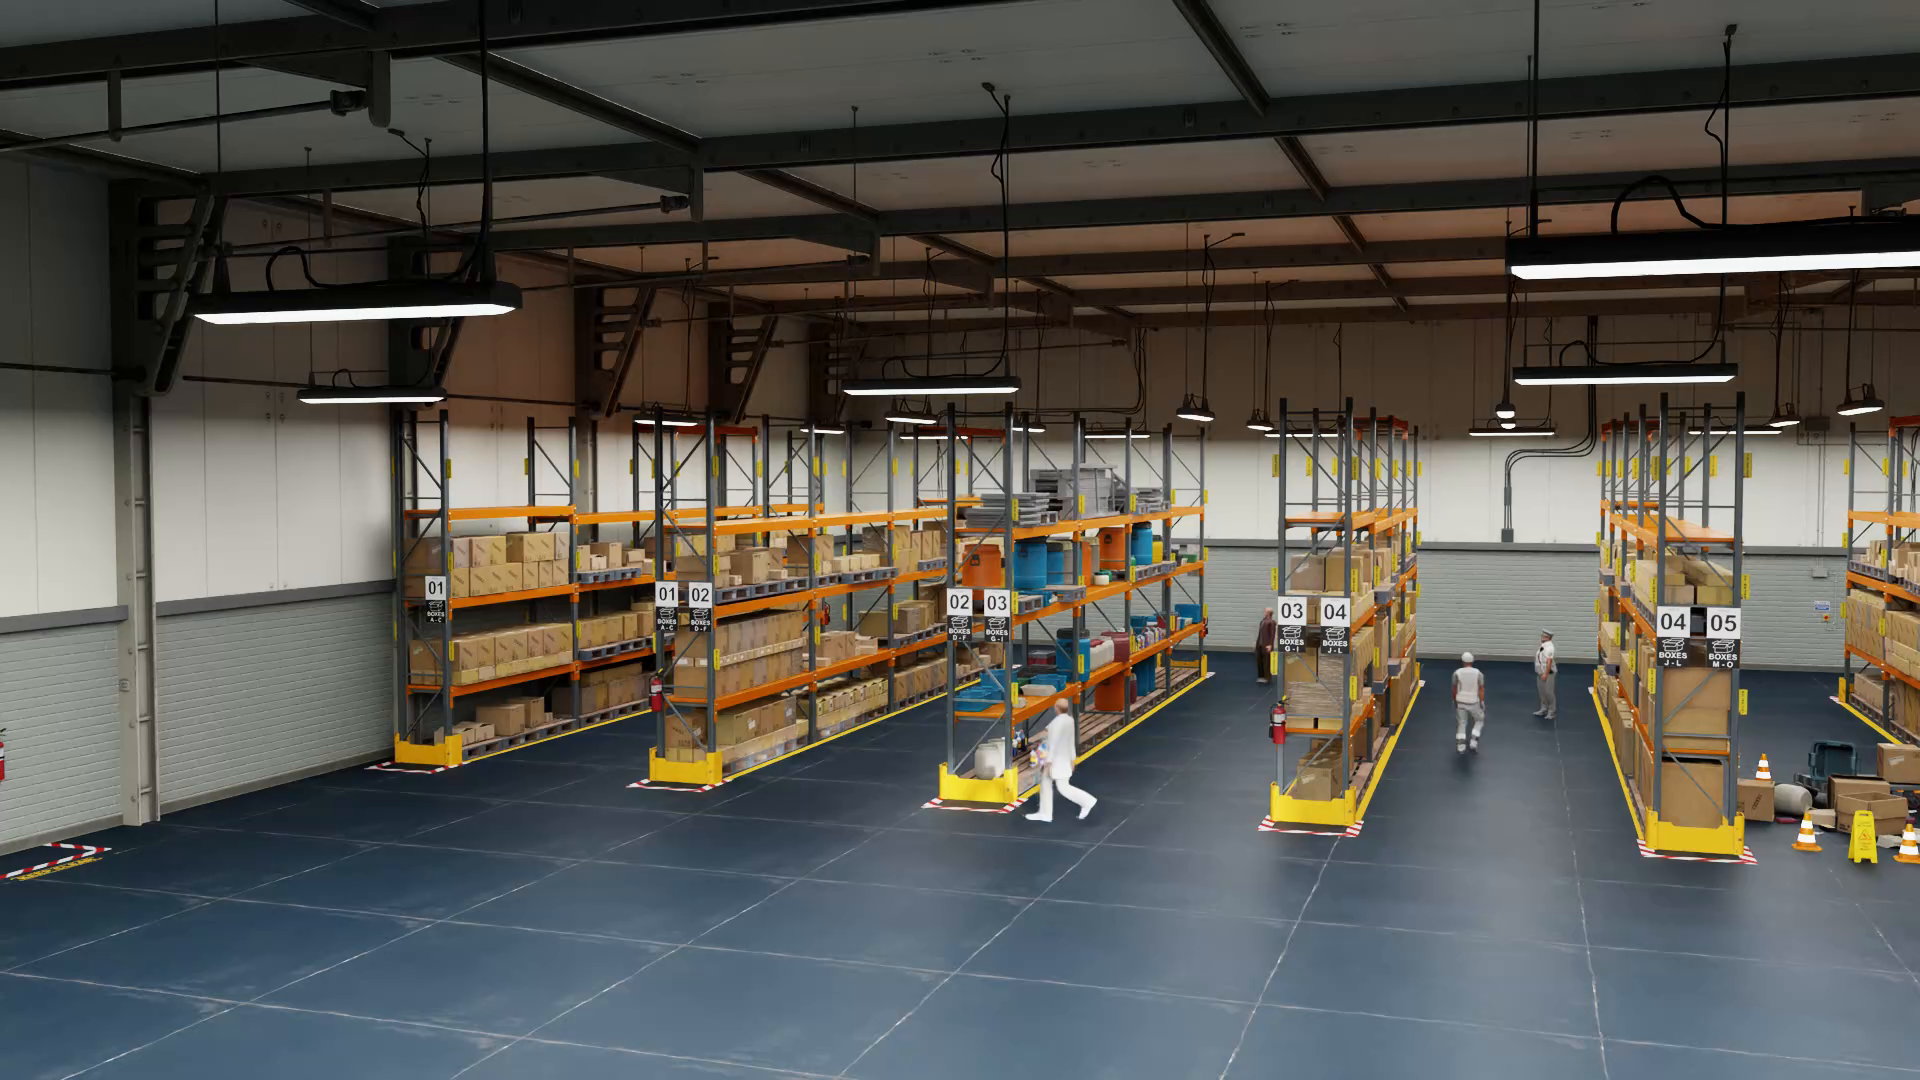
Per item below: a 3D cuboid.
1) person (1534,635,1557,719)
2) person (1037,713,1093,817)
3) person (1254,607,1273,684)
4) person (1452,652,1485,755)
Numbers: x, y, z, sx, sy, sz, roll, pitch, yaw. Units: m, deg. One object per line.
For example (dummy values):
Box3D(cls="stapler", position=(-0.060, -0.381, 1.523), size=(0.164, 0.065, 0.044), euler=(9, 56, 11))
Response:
Box3D(cls="person", position=(11.817, 2.719, 33.531), size=(0.403, 1.764, 0.569), euler=(0, 2, -9))
Box3D(cls="person", position=(1.486, 3.181, 23.559), size=(0.739, 1.485, 0.531), euler=(-1, 3, -15))
Box3D(cls="person", position=(7.127, 2.568, 38.907), size=(0.522, 1.616, 0.606), euler=(-2, 3, -36))
Box3D(cls="person", position=(8.884, 2.867, 29.034), size=(0.468, 1.829, 0.591), euler=(-2, 3, -43))
